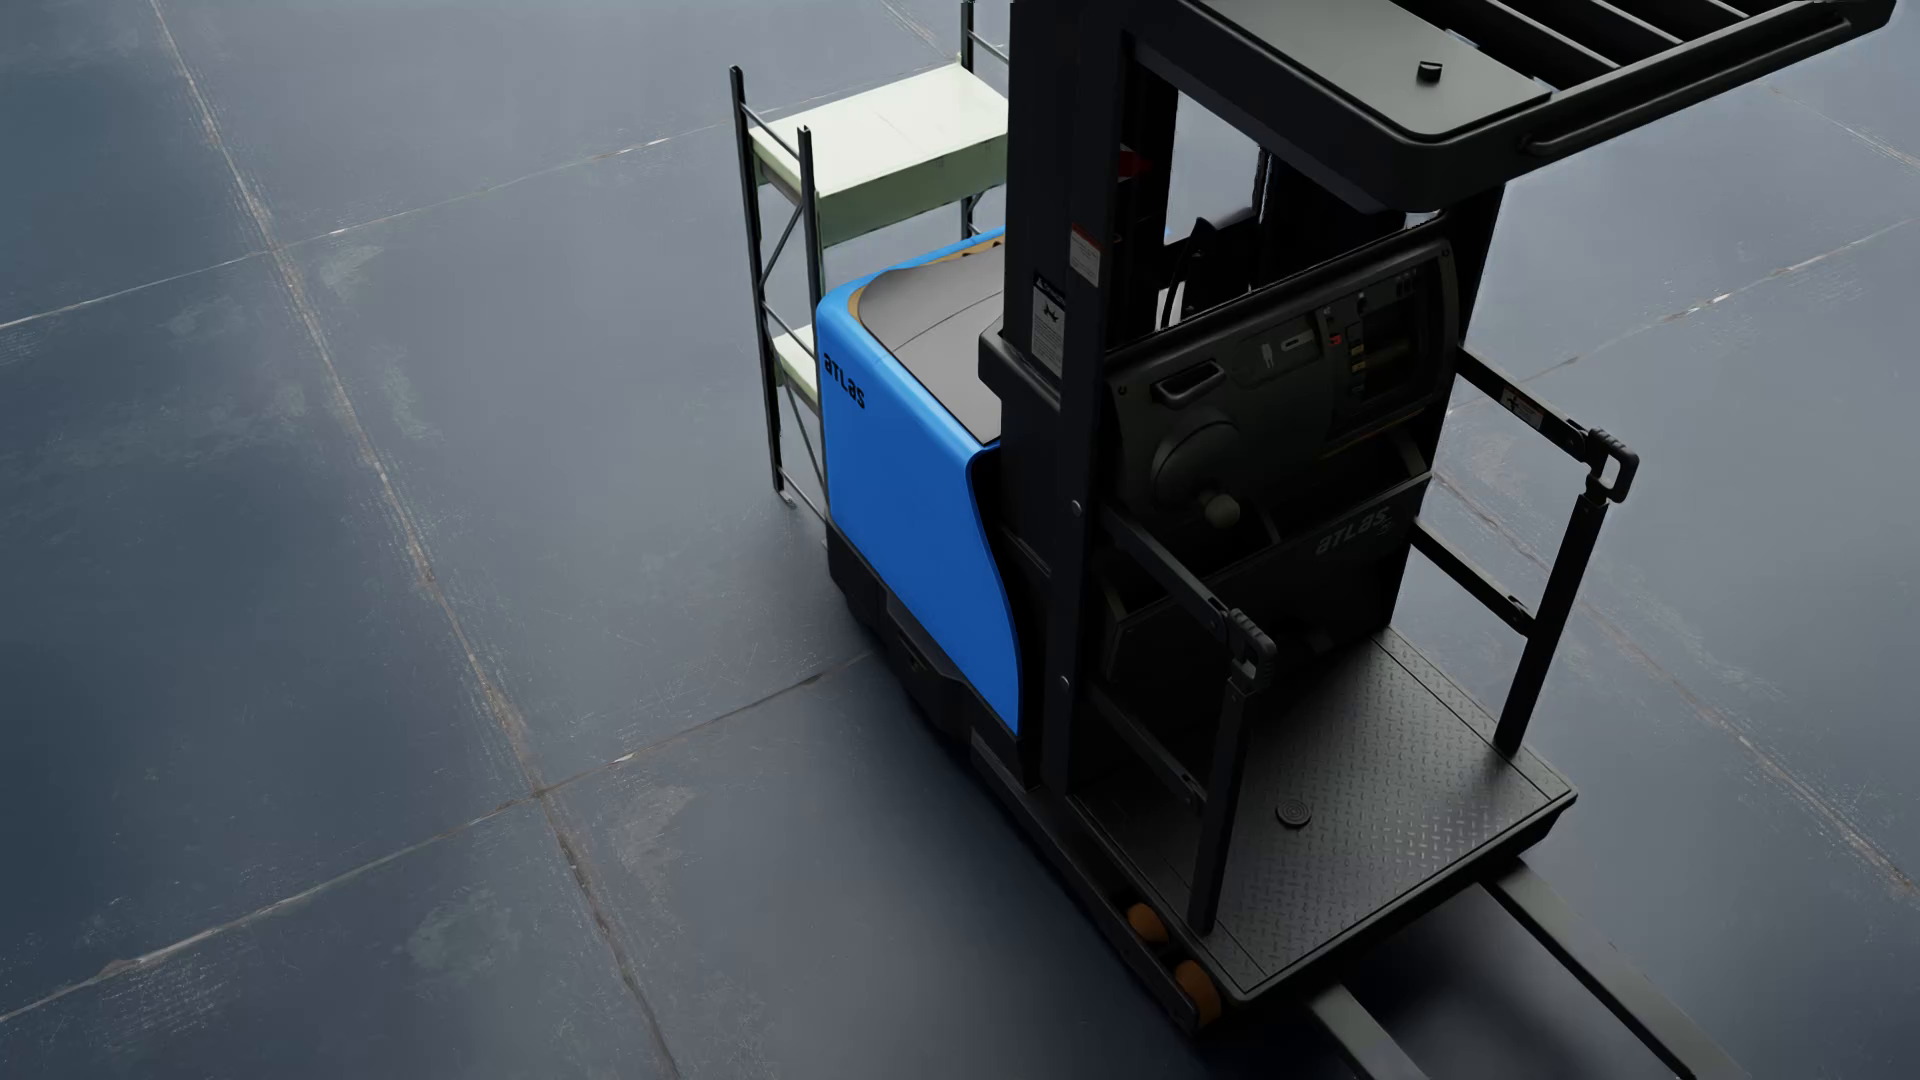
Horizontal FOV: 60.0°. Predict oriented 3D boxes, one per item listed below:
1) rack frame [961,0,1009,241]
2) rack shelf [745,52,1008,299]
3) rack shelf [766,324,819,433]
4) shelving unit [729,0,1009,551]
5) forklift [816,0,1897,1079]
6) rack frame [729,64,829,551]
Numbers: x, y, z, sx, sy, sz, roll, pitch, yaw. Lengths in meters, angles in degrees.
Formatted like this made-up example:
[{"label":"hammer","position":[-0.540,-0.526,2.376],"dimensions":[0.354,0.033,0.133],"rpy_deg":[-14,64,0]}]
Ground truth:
[{"label":"rack frame","position":[0.121,-0.878,5.078],"dimensions":[0.023,1.500,0.400],"rpy_deg":[-25,49,-23]},{"label":"rack shelf","position":[-0.185,-1.018,4.662],"dimensions":[0.720,0.370,0.431],"rpy_deg":[-25,49,-23]},{"label":"rack shelf","position":[-0.185,-0.504,5.161],"dimensions":[0.720,0.370,0.431],"rpy_deg":[-25,49,-23]},{"label":"shelving unit","position":[-0.185,-0.738,4.934],"dimensions":[0.755,1.500,0.431],"rpy_deg":[-25,49,-23]},{"label":"forklift","position":[0.822,-0.250,3.403],"dimensions":[1.130,2.935,3.031],"rpy_deg":[-24,49,-23]},{"label":"rack frame","position":[-0.491,-0.598,4.789],"dimensions":[0.023,1.500,0.400],"rpy_deg":[-25,49,-23]}]
